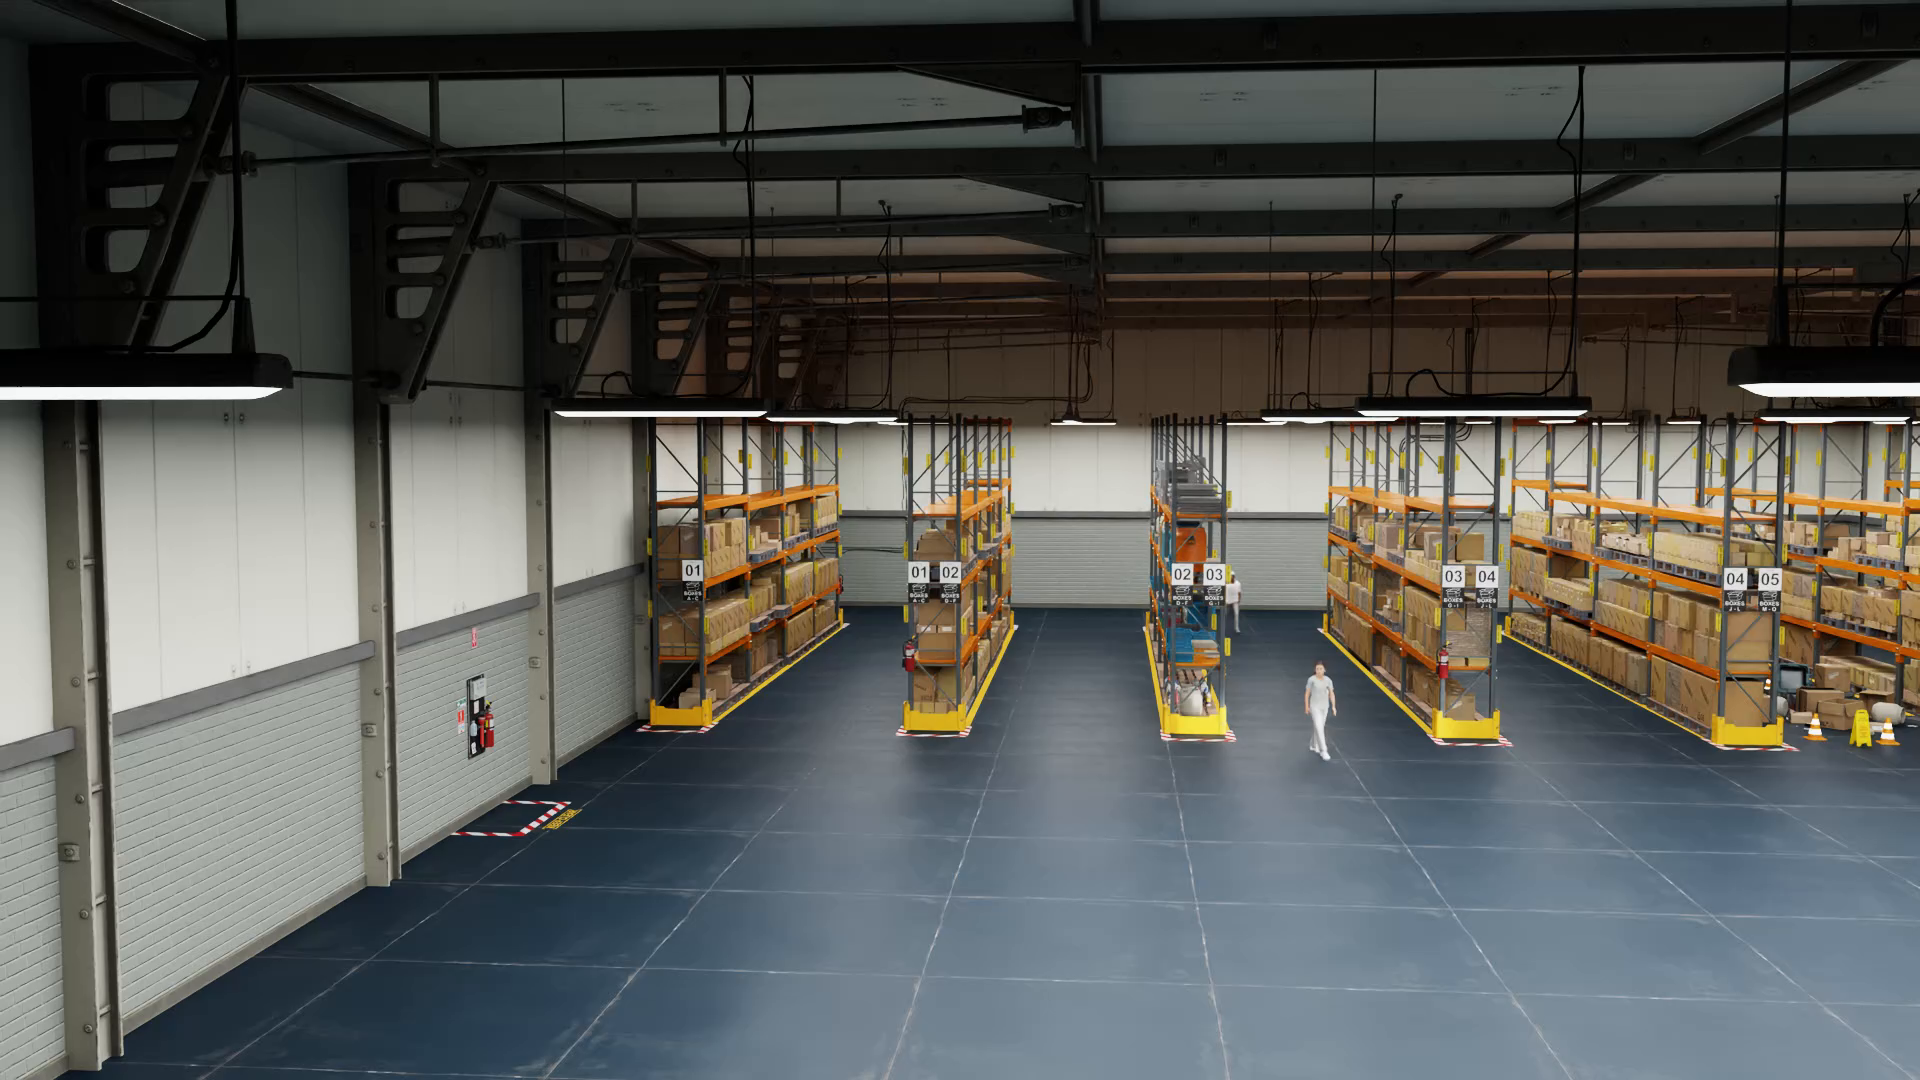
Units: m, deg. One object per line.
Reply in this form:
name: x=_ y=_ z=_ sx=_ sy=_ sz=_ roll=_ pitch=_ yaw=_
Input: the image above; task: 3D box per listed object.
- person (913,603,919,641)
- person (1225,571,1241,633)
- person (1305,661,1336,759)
person: x=-1.073 y=1.872 z=44.456 sx=0.610 sy=1.689 sz=0.999 roll=1 pitch=4 yaw=14
person: x=7.582 y=1.723 z=46.464 sx=0.592 sy=1.728 sz=1.036 roll=0 pitch=4 yaw=-4
person: x=6.300 y=2.931 z=28.946 sx=0.462 sy=1.641 sz=0.875 roll=-1 pitch=4 yaw=-15
